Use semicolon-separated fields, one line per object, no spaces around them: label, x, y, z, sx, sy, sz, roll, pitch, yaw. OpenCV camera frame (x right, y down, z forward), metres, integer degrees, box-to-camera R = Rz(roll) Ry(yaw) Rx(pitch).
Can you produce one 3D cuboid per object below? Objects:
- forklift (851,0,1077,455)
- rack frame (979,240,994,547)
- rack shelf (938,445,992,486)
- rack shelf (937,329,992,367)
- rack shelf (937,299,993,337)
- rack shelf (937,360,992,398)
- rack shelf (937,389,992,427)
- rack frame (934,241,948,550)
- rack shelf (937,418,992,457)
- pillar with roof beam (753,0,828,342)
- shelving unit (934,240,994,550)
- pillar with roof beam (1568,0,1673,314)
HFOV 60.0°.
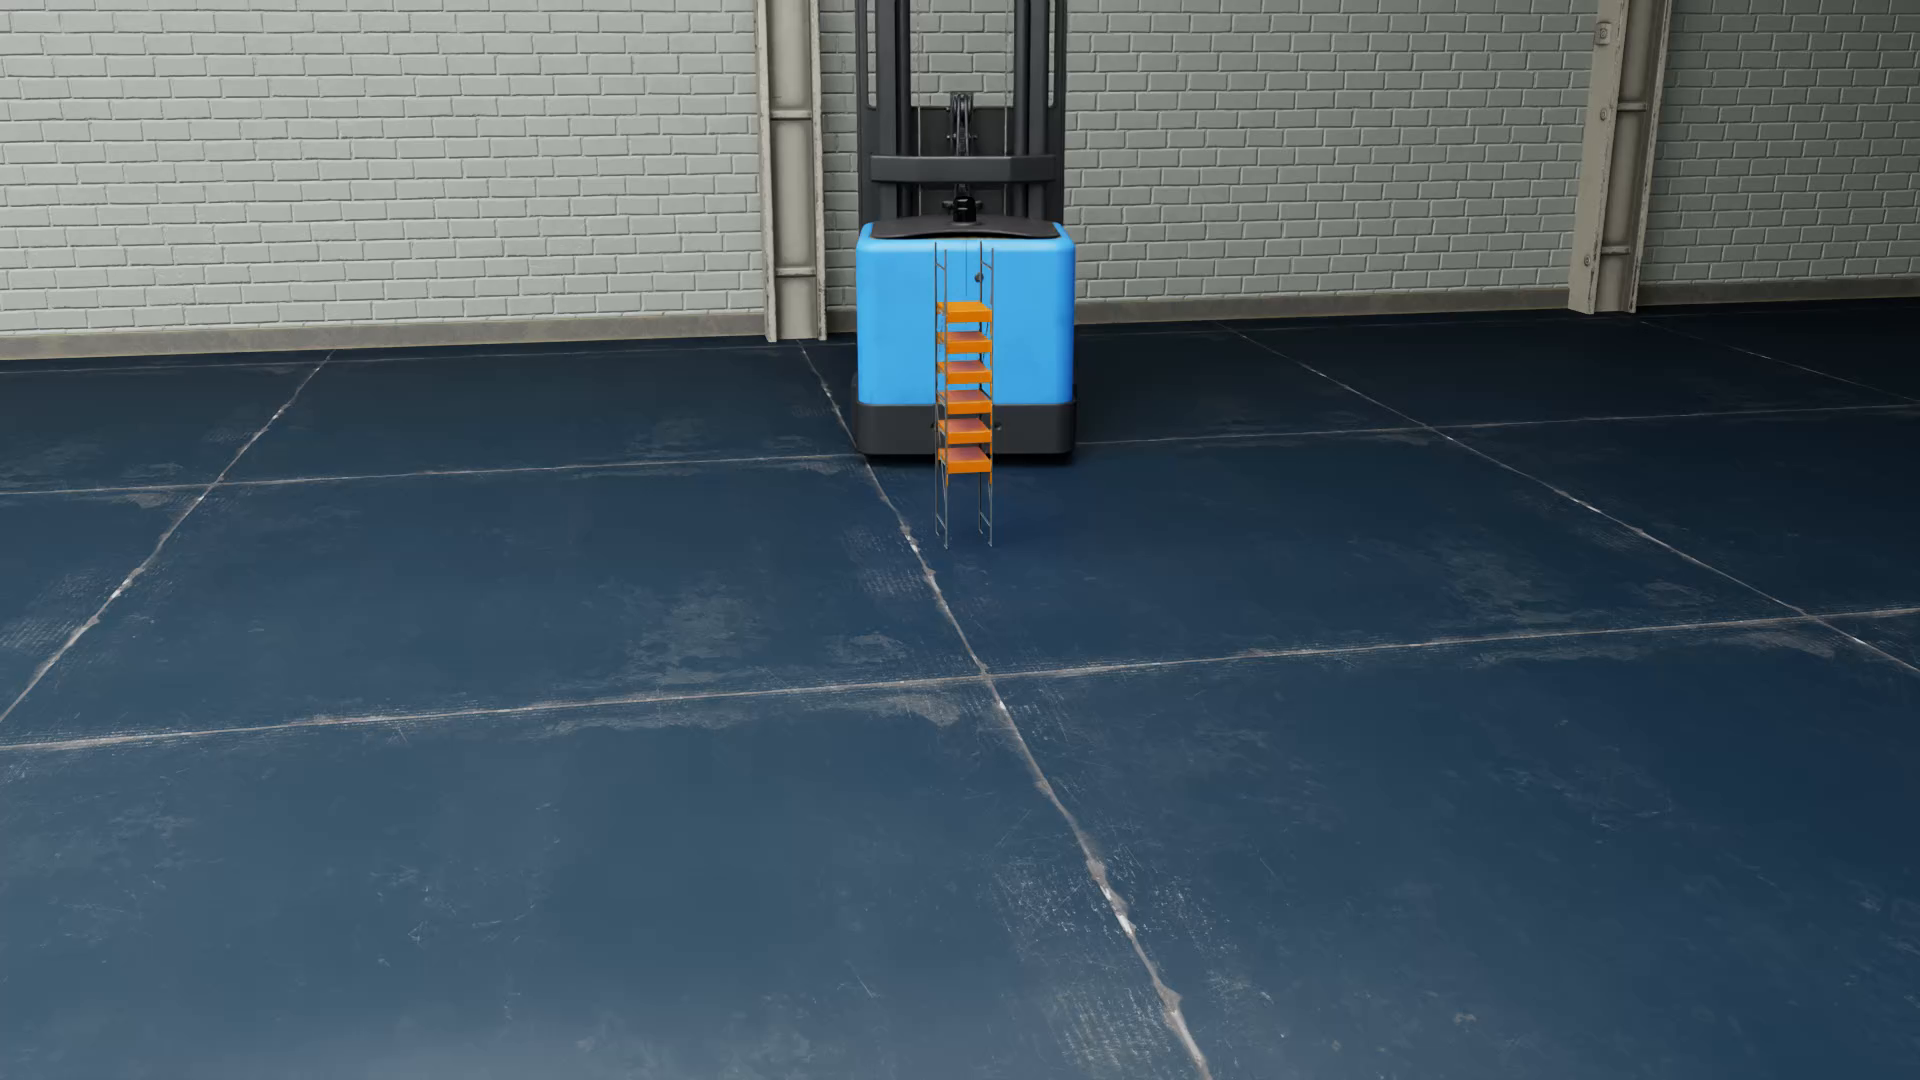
forklift;-0.001;-2.183;8.928;1.130;2.935;3.031;0;17;-1
rack frame;0.104;-0.579;6.655;0.006;1.200;0.240;-3;17;-10
rack shelf;0.014;-0.302;6.722;0.180;0.103;0.258;-3;17;-10
rack shelf;0.014;-0.761;6.581;0.180;0.103;0.258;-3;17;-10
rack shelf;0.014;-0.876;6.546;0.180;0.103;0.258;-3;17;-10
rack shelf;0.014;-0.647;6.616;0.180;0.103;0.258;-3;17;-10
rack shelf;0.014;-0.532;6.651;0.180;0.103;0.258;-3;17;-10
rack frame;-0.076;-0.569;6.622;0.006;1.200;0.240;-3;17;-10
rack shelf;0.014;-0.417;6.687;0.180;0.103;0.258;-3;17;-10
pillar with roof beam;-0.299;-4.441;5.945;0.400;9.000;9.100;-3;17;-10
shelving unit;0.014;-0.574;6.638;0.189;1.200;0.258;-3;17;-10
pillar with roof beam;5.592;-4.775;7.033;0.400;9.000;9.100;-3;17;-10
